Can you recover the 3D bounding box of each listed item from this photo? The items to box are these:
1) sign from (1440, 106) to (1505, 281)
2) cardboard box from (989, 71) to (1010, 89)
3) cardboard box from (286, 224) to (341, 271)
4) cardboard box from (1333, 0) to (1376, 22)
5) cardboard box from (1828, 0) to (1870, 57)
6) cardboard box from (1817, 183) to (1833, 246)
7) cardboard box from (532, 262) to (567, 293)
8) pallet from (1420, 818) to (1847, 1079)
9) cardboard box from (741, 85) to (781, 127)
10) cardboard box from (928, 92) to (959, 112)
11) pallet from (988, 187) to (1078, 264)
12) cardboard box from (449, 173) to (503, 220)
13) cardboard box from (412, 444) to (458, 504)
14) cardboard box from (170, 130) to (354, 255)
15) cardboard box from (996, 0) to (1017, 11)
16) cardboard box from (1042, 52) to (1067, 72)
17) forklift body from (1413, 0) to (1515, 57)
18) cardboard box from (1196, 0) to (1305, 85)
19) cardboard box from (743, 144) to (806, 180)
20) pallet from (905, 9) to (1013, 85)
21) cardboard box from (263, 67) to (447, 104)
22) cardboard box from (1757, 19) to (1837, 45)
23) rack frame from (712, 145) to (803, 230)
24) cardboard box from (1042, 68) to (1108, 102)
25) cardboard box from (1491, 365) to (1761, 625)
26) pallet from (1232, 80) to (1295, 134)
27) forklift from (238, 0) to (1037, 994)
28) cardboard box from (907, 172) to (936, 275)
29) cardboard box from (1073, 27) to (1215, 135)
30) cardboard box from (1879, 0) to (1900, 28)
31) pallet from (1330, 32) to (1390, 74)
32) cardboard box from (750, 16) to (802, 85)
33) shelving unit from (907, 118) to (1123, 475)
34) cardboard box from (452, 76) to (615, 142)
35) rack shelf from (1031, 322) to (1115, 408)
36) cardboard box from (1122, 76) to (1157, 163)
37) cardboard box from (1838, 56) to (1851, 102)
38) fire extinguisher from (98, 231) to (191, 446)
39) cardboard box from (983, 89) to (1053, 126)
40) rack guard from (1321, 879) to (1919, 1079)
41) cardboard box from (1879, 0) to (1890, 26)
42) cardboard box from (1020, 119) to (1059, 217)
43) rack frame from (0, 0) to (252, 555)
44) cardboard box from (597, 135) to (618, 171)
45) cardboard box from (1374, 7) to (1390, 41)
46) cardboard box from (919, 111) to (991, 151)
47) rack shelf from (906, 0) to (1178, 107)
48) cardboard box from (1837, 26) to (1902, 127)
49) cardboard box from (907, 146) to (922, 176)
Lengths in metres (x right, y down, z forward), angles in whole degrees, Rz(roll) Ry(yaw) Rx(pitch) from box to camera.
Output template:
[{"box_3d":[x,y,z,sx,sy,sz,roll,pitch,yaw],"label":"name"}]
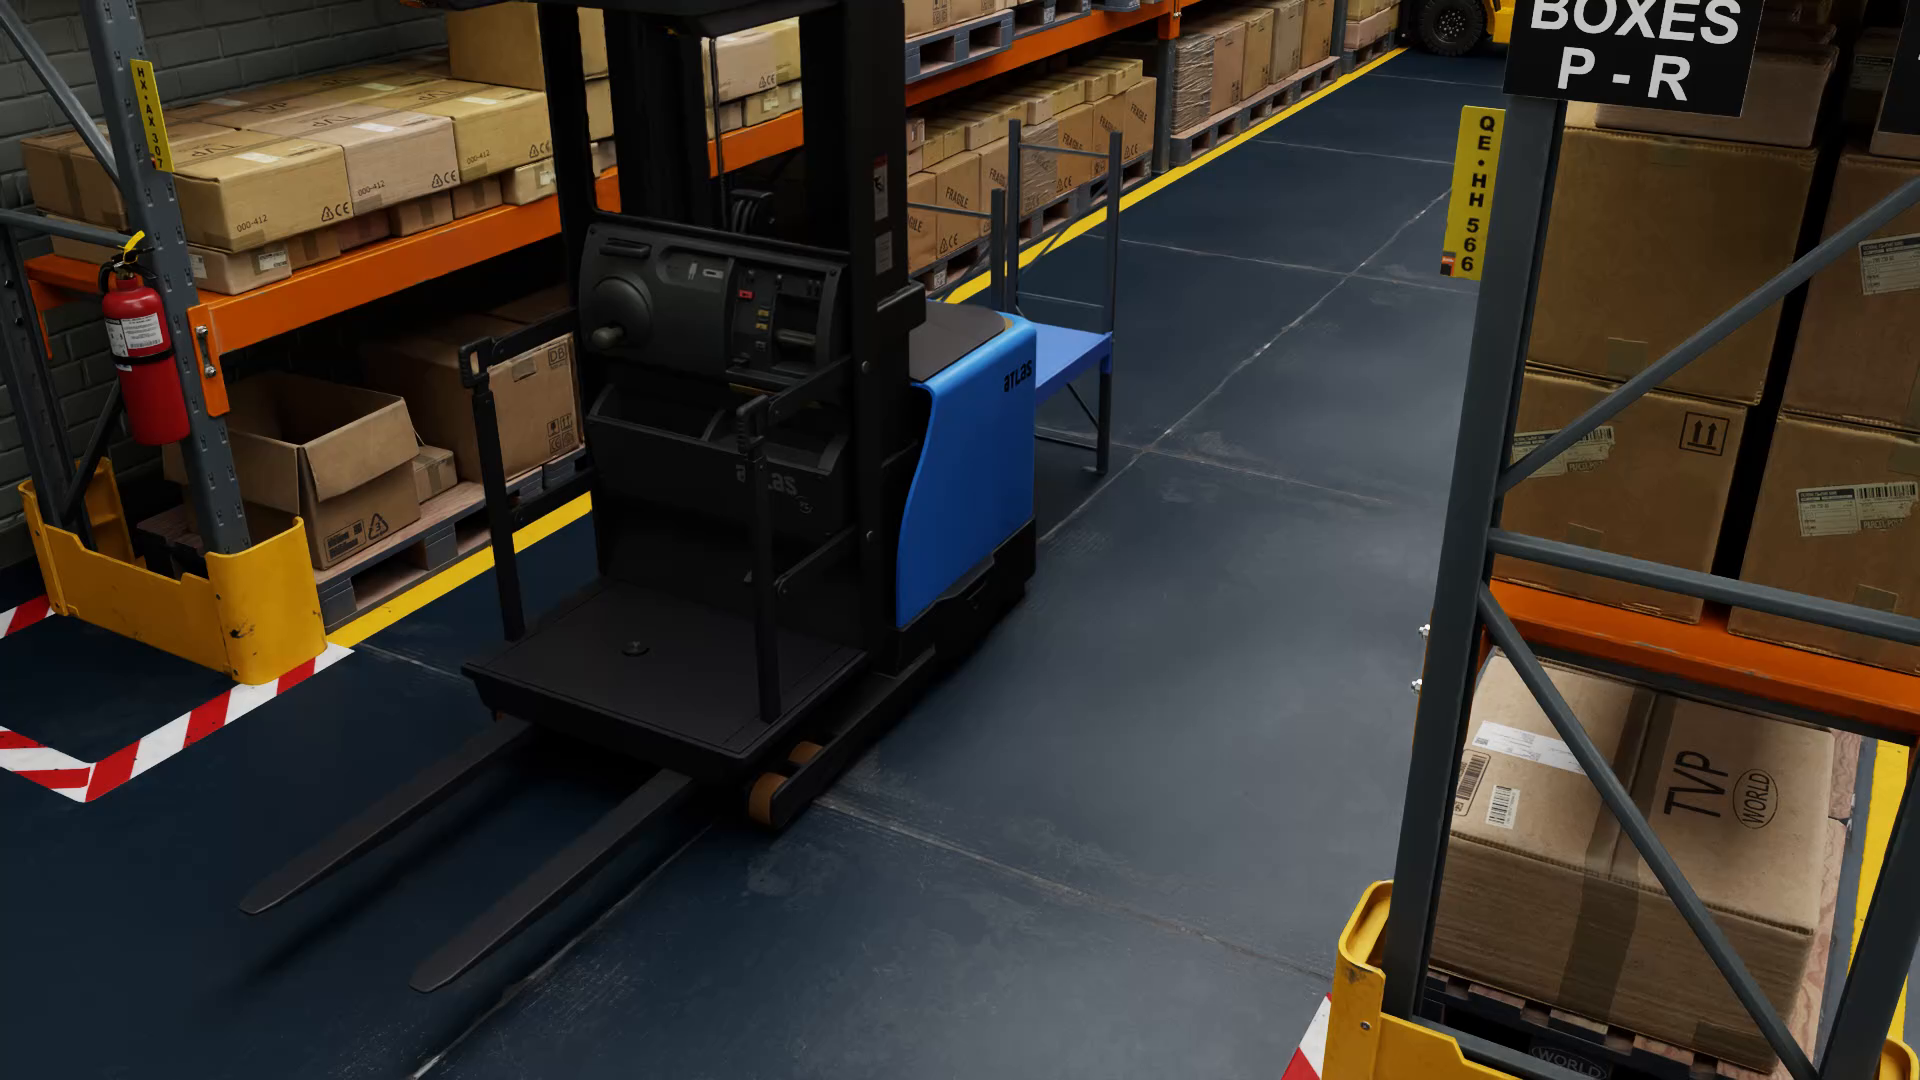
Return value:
[{"box_3d":[0.978,-0.651,3.141,0.100,0.325,0.005,14,30,26],"label":"sign"},{"box_3d":[0.106,-3.039,11.069,0.380,0.149,0.250,13,29,24],"label":"cardboard box"},{"box_3d":[-2.395,-1.058,5.794,0.380,0.149,0.250,15,30,27],"label":"cardboard box"},{"box_3d":[3.530,-4.973,15.377,0.500,0.250,0.500,14,30,26],"label":"cardboard box"},{"box_3d":[1.953,-1.267,3.976,0.380,0.149,0.250,14,30,26],"label":"cardboard box"},{"box_3d":[2.197,-0.792,4.870,0.500,0.500,0.500,15,30,28],"label":"cardboard box"},{"box_3d":[-1.532,-1.010,7.741,0.700,0.500,0.500,13,29,24],"label":"cardboard box"},{"box_3d":[1.769,1.016,4.485,1.003,0.211,1.213,14,30,26],"label":"pallet"},{"box_3d":[-1.065,-2.047,7.770,0.380,0.149,0.250,15,30,27],"label":"cardboard box"},{"box_3d":[-0.232,-2.725,10.442,0.380,0.149,0.250,13,29,24],"label":"cardboard box"},{"box_3d":[0.054,-2.108,10.726,1.003,0.211,1.213,14,30,26],"label":"pallet"},{"box_3d":[-1.992,-1.358,6.393,0.380,0.149,0.250,15,30,27],"label":"cardboard box"},{"box_3d":[-2.254,-0.281,6.676,0.380,0.149,0.250,13,29,24],"label":"cardboard box"},{"box_3d":[-2.422,-1.177,5.586,0.500,0.250,0.500,14,30,26],"label":"cardboard box"},{"box_3d":[0.105,-3.137,9.347,0.396,0.266,0.258,16,31,29],"label":"cardboard box"},{"box_3d":[0.528,-3.337,11.664,0.380,0.149,0.250,16,31,29],"label":"cardboard box"},{"box_3d":[5.646,-5.709,15.752,2.313,2.155,1.214,14,30,26],"label":"forklift body"},{"box_3d":[2.388,-4.290,14.152,0.875,0.625,0.625,14,30,26],"label":"cardboard box"},{"box_3d":[-0.982,-2.120,9.232,0.380,0.149,0.250,13,29,24],"label":"cardboard box"},{"box_3d":[-0.424,-2.754,9.115,1.003,0.211,1.213,14,30,26],"label":"pallet"},{"box_3d":[-2.382,-1.690,6.610,0.500,0.250,0.500,15,30,28],"label":"cardboard box"},{"box_3d":[1.549,-0.972,3.388,0.380,0.149,0.250,15,30,27],"label":"cardboard box"},{"box_3d":[-0.912,-2.553,8.498,1.000,3.000,0.127,14,30,26],"label":"rack frame"},{"box_3d":[0.758,-3.017,11.025,0.380,0.149,0.250,13,29,24],"label":"cardboard box"},{"box_3d":[1.450,-0.193,3.673,0.500,0.500,0.500,14,30,26],"label":"cardboard box"},{"box_3d":[2.096,-3.650,13.806,1.003,0.211,1.213,14,30,26],"label":"pallet"},{"box_3d":[-0.862,-0.673,4.821,1.130,2.935,3.031,14,30,26],"label":"forklift"},{"box_3d":[-0.478,-1.762,9.241,0.500,0.500,0.500,16,31,28],"label":"cardboard box"},{"box_3d":[1.374,-3.477,12.529,0.875,0.625,0.625,15,30,28],"label":"cardboard box"},{"box_3d":[2.667,-1.118,4.404,0.500,0.500,0.500,14,30,26],"label":"cardboard box"},{"box_3d":[3.451,-4.724,15.951,1.003,0.211,1.213,14,30,26],"label":"pallet"},{"box_3d":[-0.950,-2.366,7.961,0.500,0.250,0.500,15,30,27],"label":"cardboard box"},{"box_3d":[0.182,-0.818,6.709,0.538,1.500,1.048,14,30,26],"label":"shelving unit"},{"box_3d":[-1.695,-1.776,6.782,0.500,0.250,0.500,13,30,25],"label":"cardboard box"},{"box_3d":[0.182,-0.658,6.790,0.538,0.185,1.000,14,30,26],"label":"rack shelf"},{"box_3d":[1.035,-2.969,11.654,0.500,0.500,0.500,15,30,28],"label":"cardboard box"},{"box_3d":[1.951,-1.036,4.241,0.500,0.500,0.500,14,30,26],"label":"cardboard box"},{"box_3d":[-2.550,-0.633,5.167,0.296,0.674,0.183,14,30,26],"label":"fire extinguisher"},{"box_3d":[0.356,-2.713,10.417,0.380,0.149,0.250,13,29,24],"label":"cardboard box"},{"box_3d":[1.432,1.225,3.744,1.175,0.500,0.348,14,30,26],"label":"rack guard"},{"box_3d":[2.712,-1.625,5.417,0.500,0.500,0.500,14,30,25],"label":"cardboard box"},{"box_3d":[0.285,-2.366,10.448,0.500,0.500,0.500,13,29,24],"label":"cardboard box"},{"box_3d":[-2.880,-0.994,5.384,1.000,3.000,0.127,14,30,26],"label":"rack frame"},{"box_3d":[-1.624,-1.663,7.002,0.380,0.149,0.250,14,30,26],"label":"cardboard box"},{"box_3d":[3.786,-4.945,15.881,0.500,0.250,0.500,13,30,25],"label":"cardboard box"},{"box_3d":[-0.040,-2.420,9.833,0.380,0.149,0.250,14,30,26],"label":"cardboard box"},{"box_3d":[0.072,-3.010,10.216,1.077,0.370,4.000,14,30,26],"label":"rack shelf"},{"box_3d":[1.926,-0.879,3.202,0.380,0.149,0.250,15,30,27],"label":"cardboard box"},{"box_3d":[-0.435,-2.119,9.230,0.380,0.149,0.250,13,30,25],"label":"cardboard box"}]
